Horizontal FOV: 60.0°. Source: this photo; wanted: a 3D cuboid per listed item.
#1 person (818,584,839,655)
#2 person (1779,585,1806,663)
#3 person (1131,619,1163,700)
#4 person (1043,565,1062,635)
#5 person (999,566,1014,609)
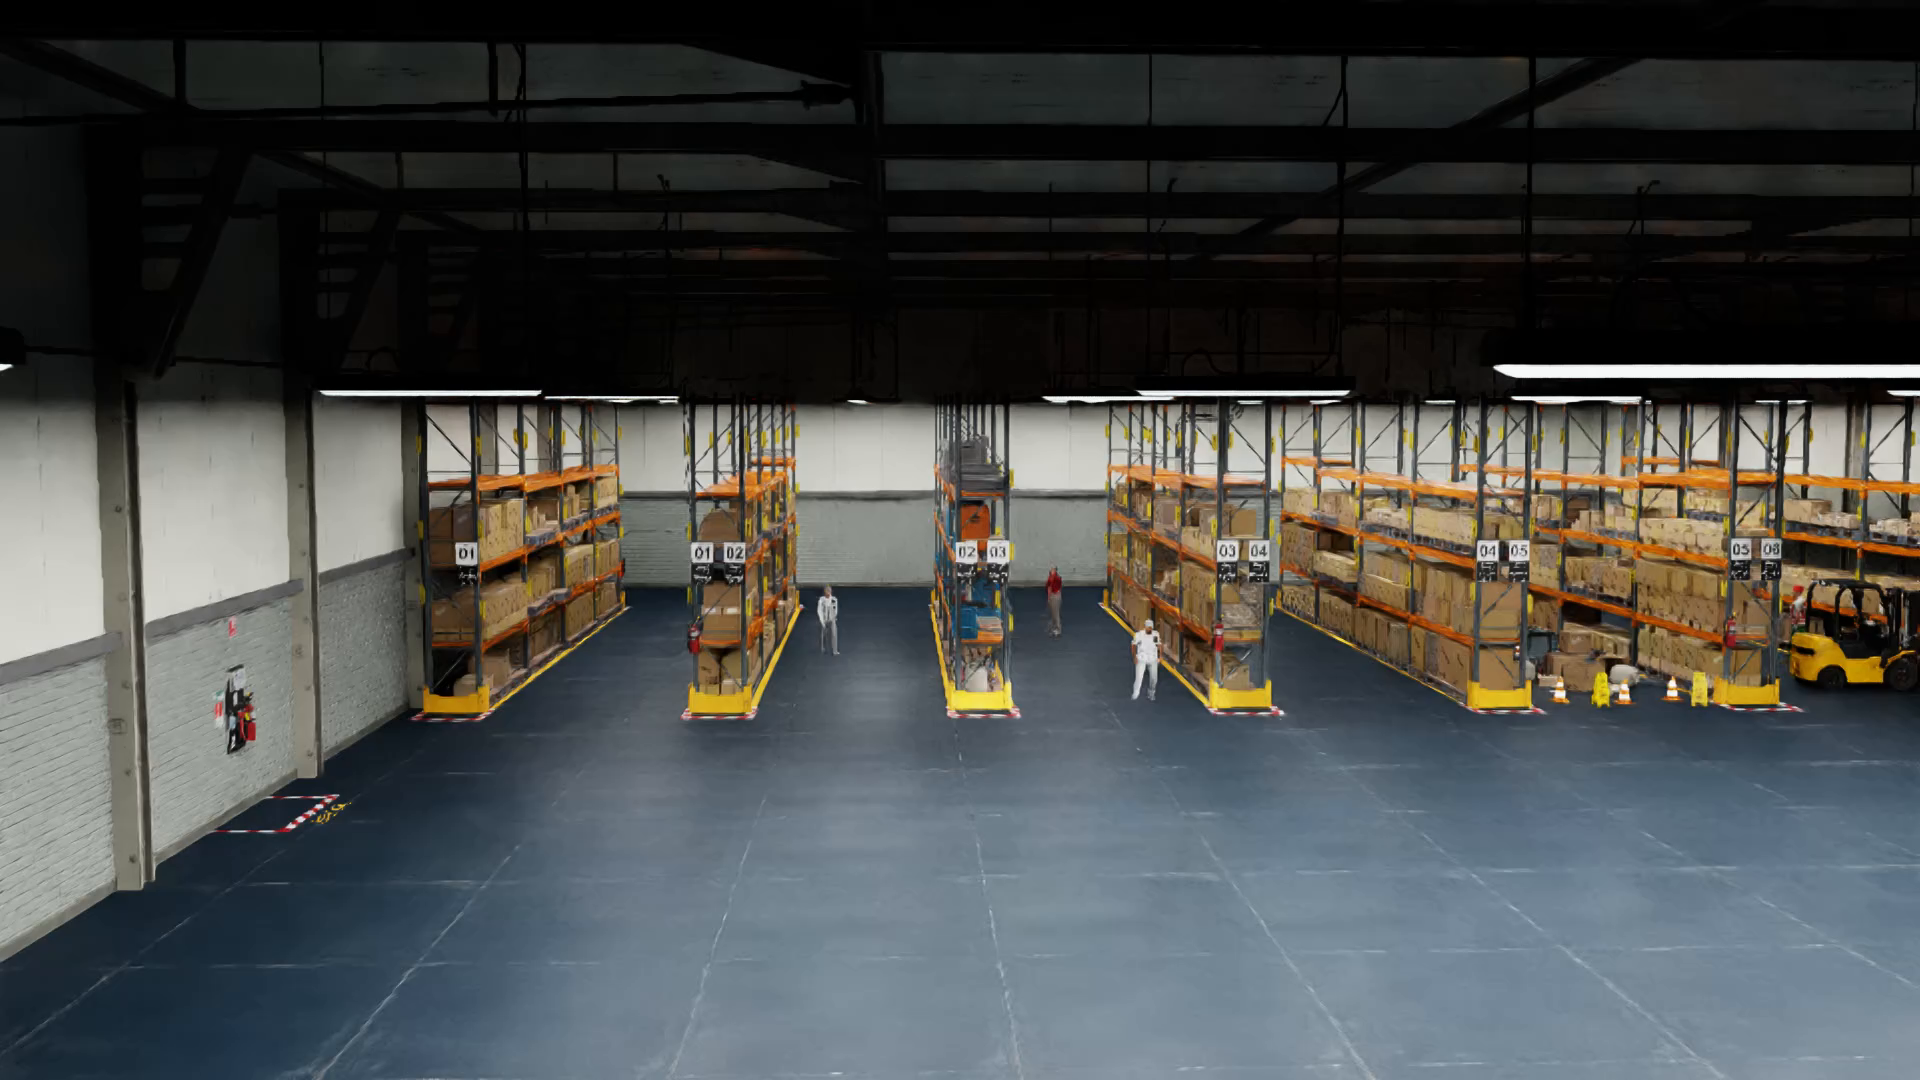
[{"bbox_3d":[-3.054,1.821,38.396,0.482,1.622,0.994,-1,5,-11],"label":"person"},{"bbox_3d":[18.458,1.874,36.756,0.574,1.785,0.659,2,5,23],"label":"person"},{"bbox_3d":[3.643,2.332,32.414,0.625,1.611,0.582,0,5,-5],"label":"person"},{"bbox_3d":[2.331,1.494,41.924,0.586,1.717,0.652,2,5,25],"label":"person"},{"bbox_3d":[1.240,1.079,46.969,0.511,1.770,0.669,1,5,10],"label":"person"}]
